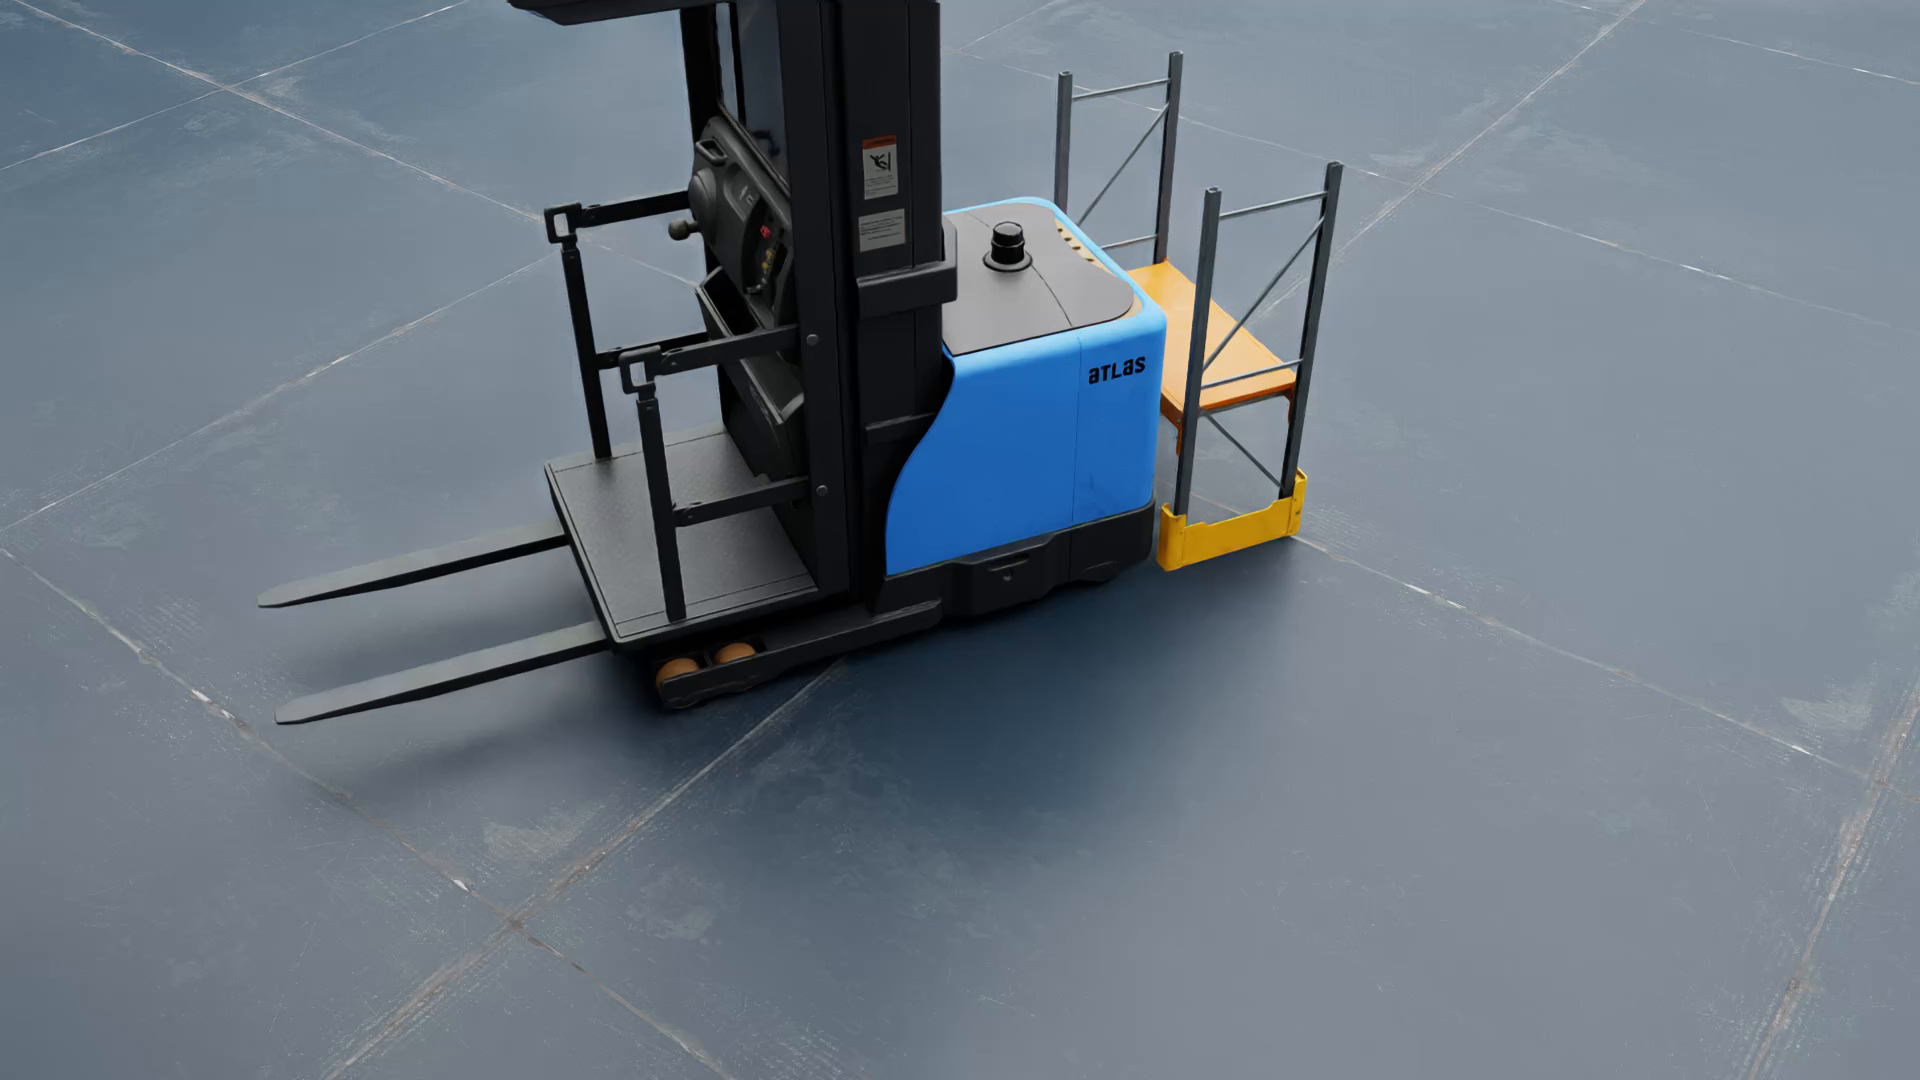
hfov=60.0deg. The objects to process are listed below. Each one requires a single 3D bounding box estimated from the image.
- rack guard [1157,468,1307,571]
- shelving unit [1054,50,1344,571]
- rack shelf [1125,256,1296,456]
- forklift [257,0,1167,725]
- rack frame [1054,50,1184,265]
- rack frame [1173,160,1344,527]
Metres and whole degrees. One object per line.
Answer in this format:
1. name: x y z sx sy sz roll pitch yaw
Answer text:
1. rack guard: 1.005 -0.078 6.146 0.587 0.250 0.087 -16 41 -19
2. shelving unit: 0.800 -0.850 6.118 0.587 1.500 1.083 -16 41 -19
3. rack shelf: 0.796 -0.713 6.236 0.538 0.185 1.000 -16 41 -19
4. forklift: -0.863 -0.966 5.107 3.031 2.935 1.130 -15 40 -18
5. rack frame: 0.587 -1.140 6.490 0.500 1.500 0.032 -16 41 -19
6. rack frame: 1.005 -0.569 5.760 0.500 1.500 0.032 -16 41 -19
